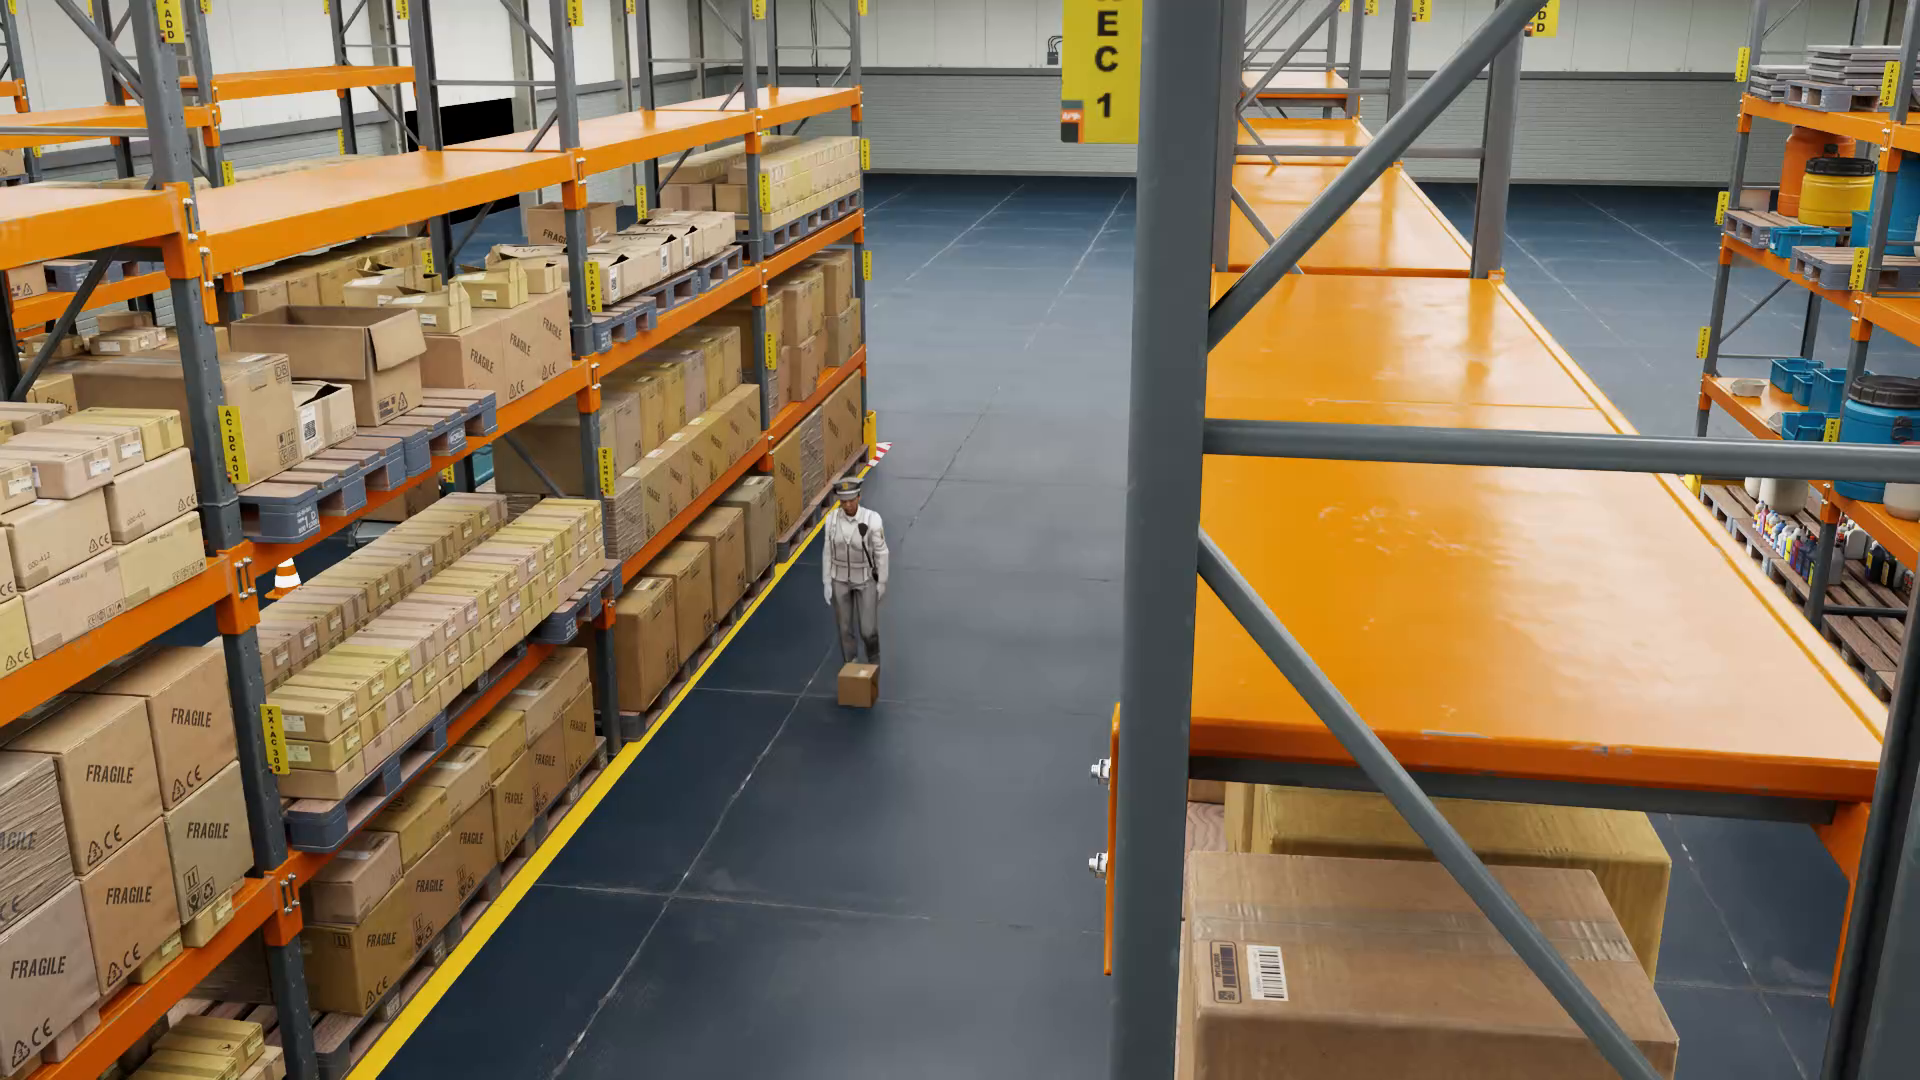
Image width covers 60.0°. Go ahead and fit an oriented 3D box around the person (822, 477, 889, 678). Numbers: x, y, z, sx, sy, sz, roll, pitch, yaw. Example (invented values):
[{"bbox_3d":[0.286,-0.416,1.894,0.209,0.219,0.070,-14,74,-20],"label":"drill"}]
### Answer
[{"bbox_3d":[-0.777,0.309,12.463,0.497,1.659,0.428,4,18,12],"label":"person"}]
